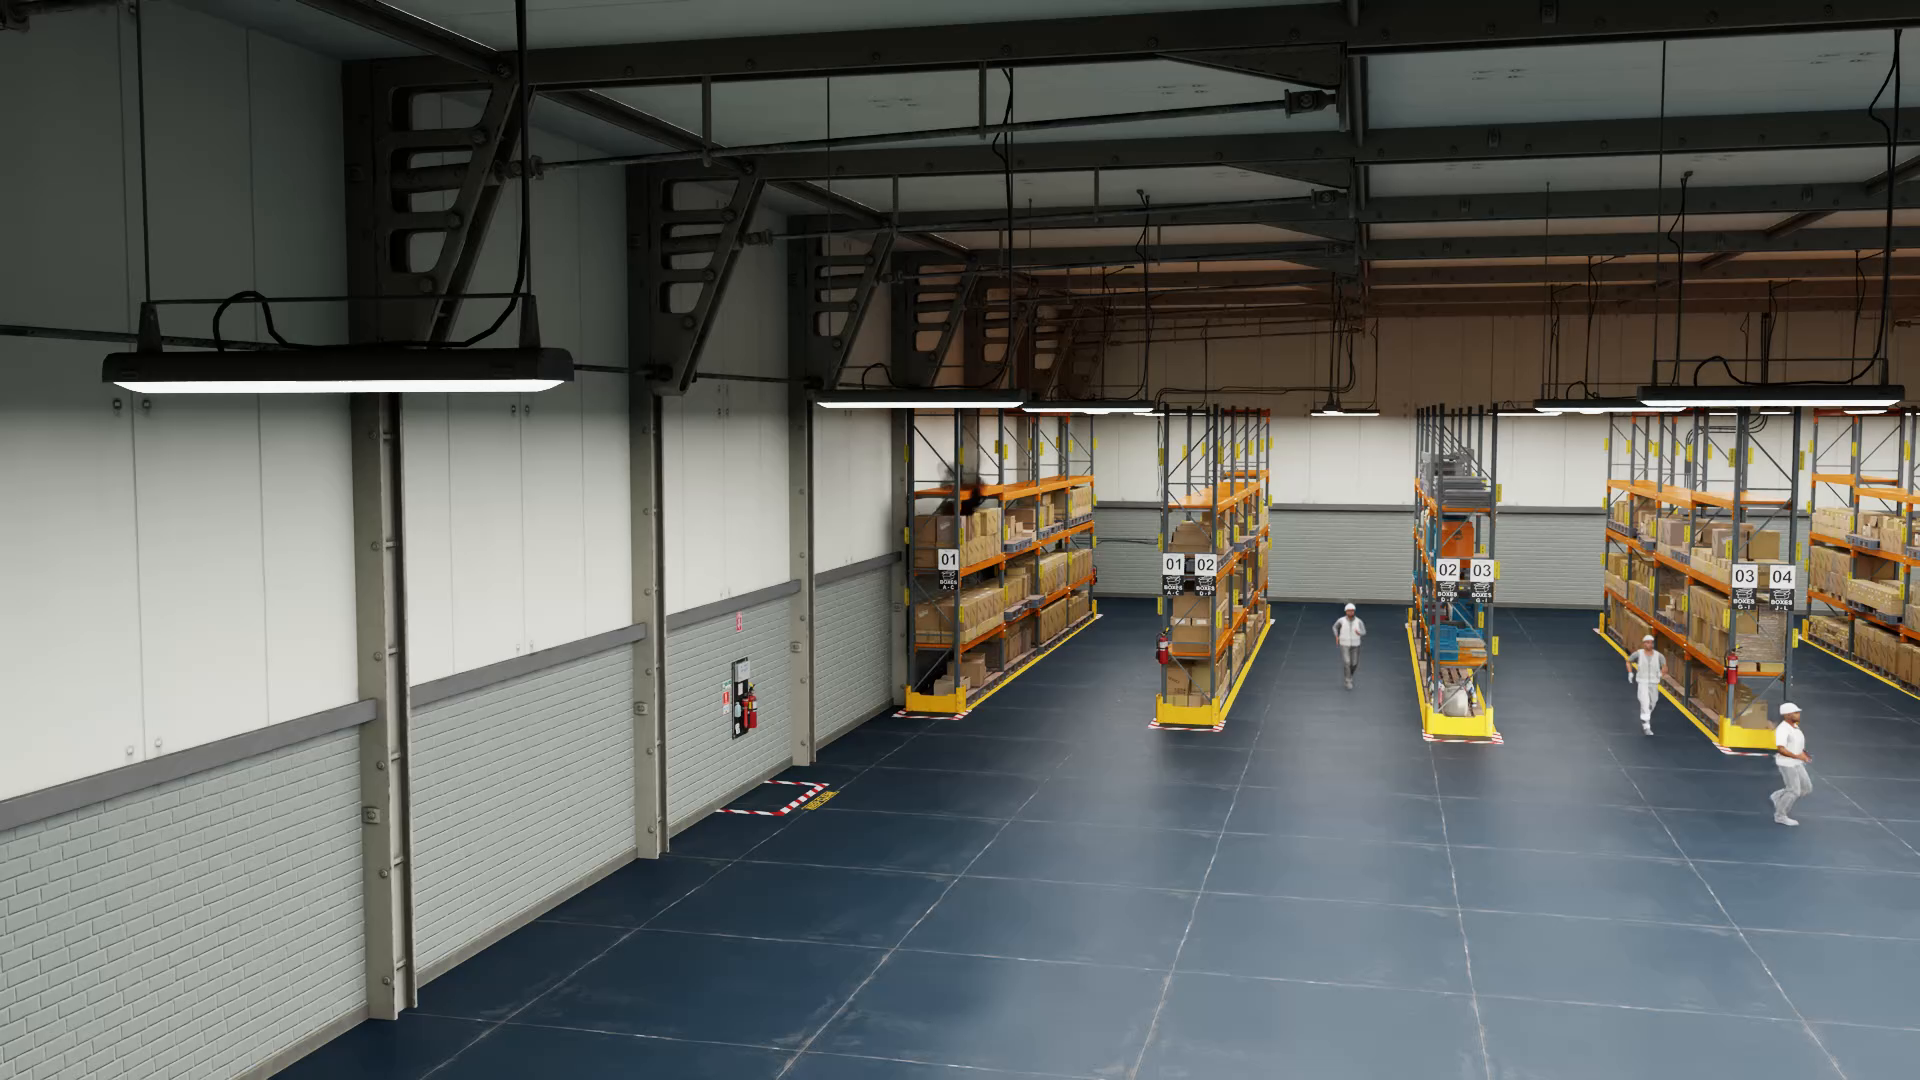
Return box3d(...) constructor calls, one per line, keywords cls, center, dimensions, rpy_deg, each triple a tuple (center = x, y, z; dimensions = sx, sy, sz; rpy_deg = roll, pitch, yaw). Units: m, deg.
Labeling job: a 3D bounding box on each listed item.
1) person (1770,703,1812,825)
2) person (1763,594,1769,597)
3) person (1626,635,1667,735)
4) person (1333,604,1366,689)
box3d(cls="person", center=(11.728, 3.155, 23.453), dimensions=(0.579, 1.723, 0.698), rpy_deg=(4, 6, 41))
box3d(cls="person", center=(20.544, 1.824, 42.541), dimensions=(0.587, 1.629, 0.594), rpy_deg=(2, 5, 28))
box3d(cls="person", center=(12.504, 2.608, 30.264), dimensions=(0.677, 1.769, 0.977), rpy_deg=(1, 4, 10))
box3d(cls="person", center=(8.306, 2.236, 35.416), dimensions=(0.656, 1.758, 0.949), rpy_deg=(0, 4, 1))
